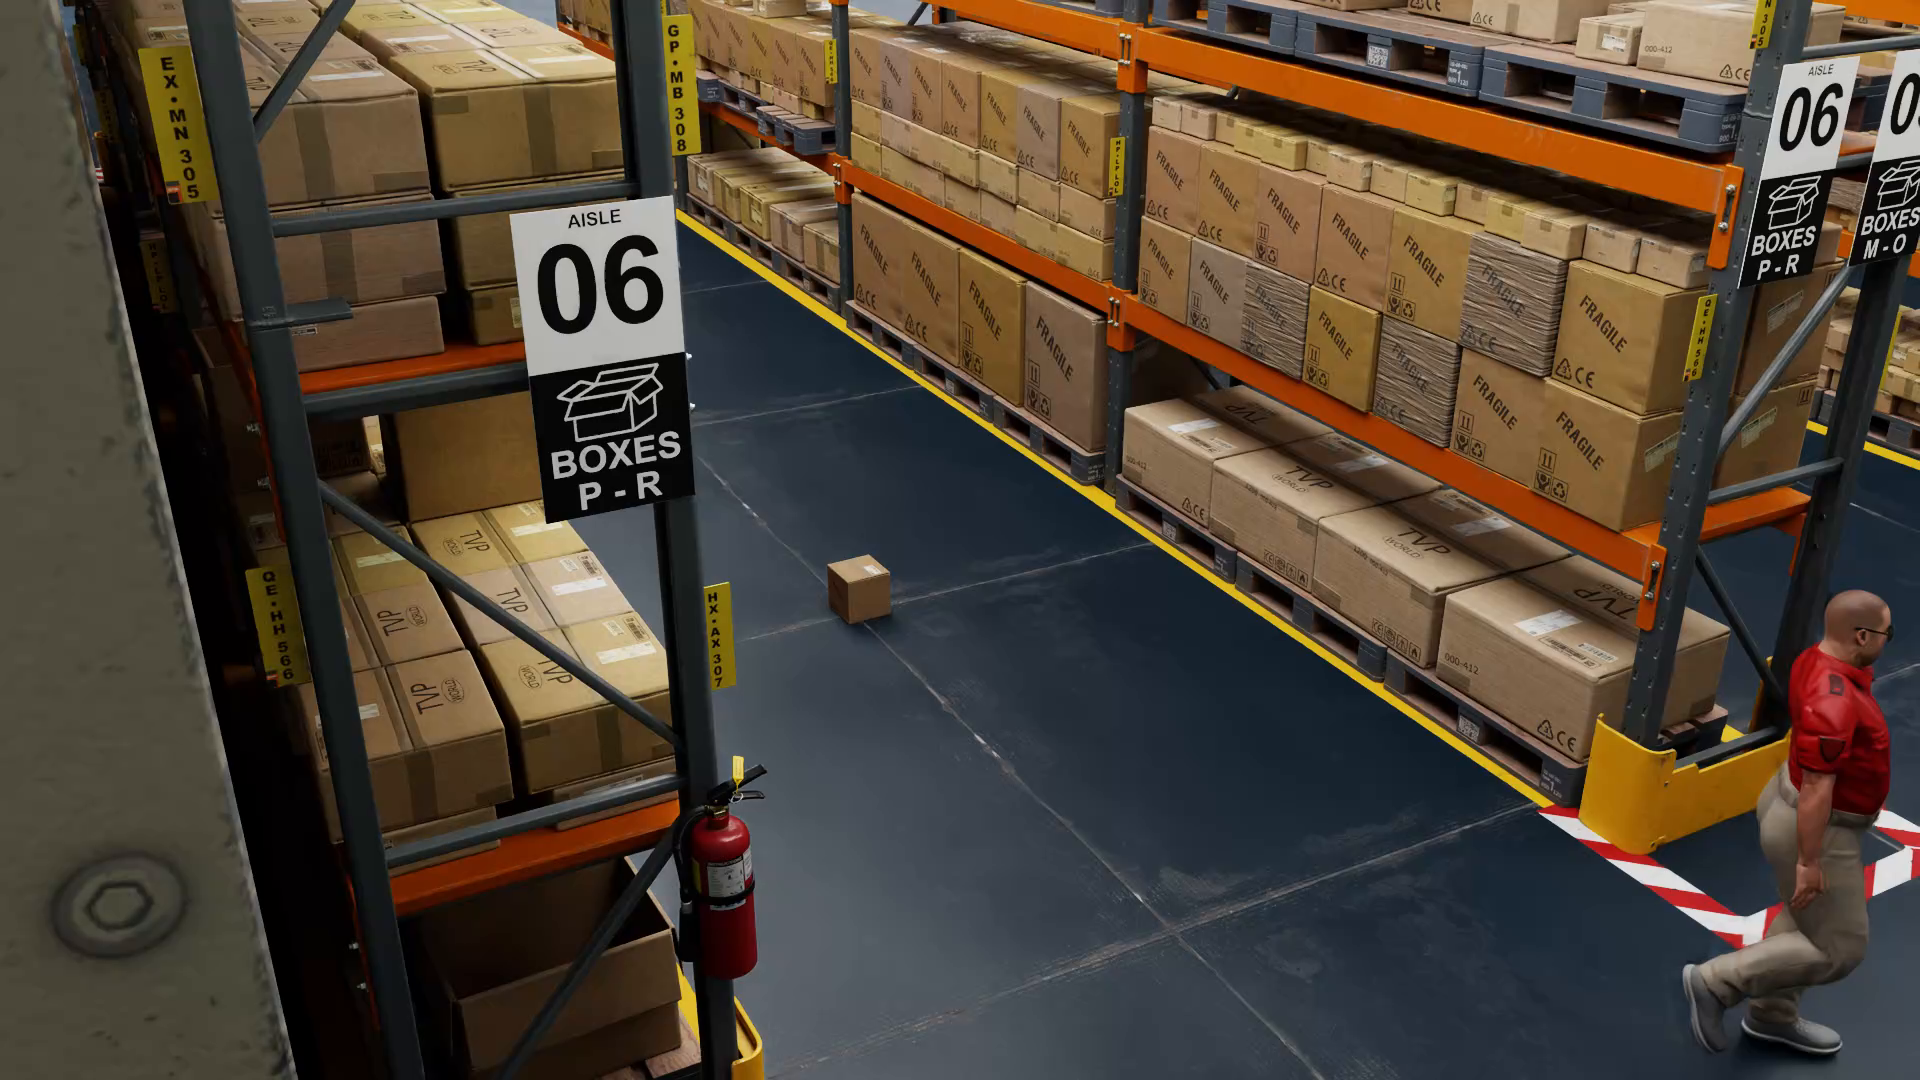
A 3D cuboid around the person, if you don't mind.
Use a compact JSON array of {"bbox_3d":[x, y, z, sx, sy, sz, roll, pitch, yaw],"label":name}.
[{"bbox_3d":[2.883,0.682,5.460,0.343,1.049,0.619,11,27,21],"label":"person"}]
